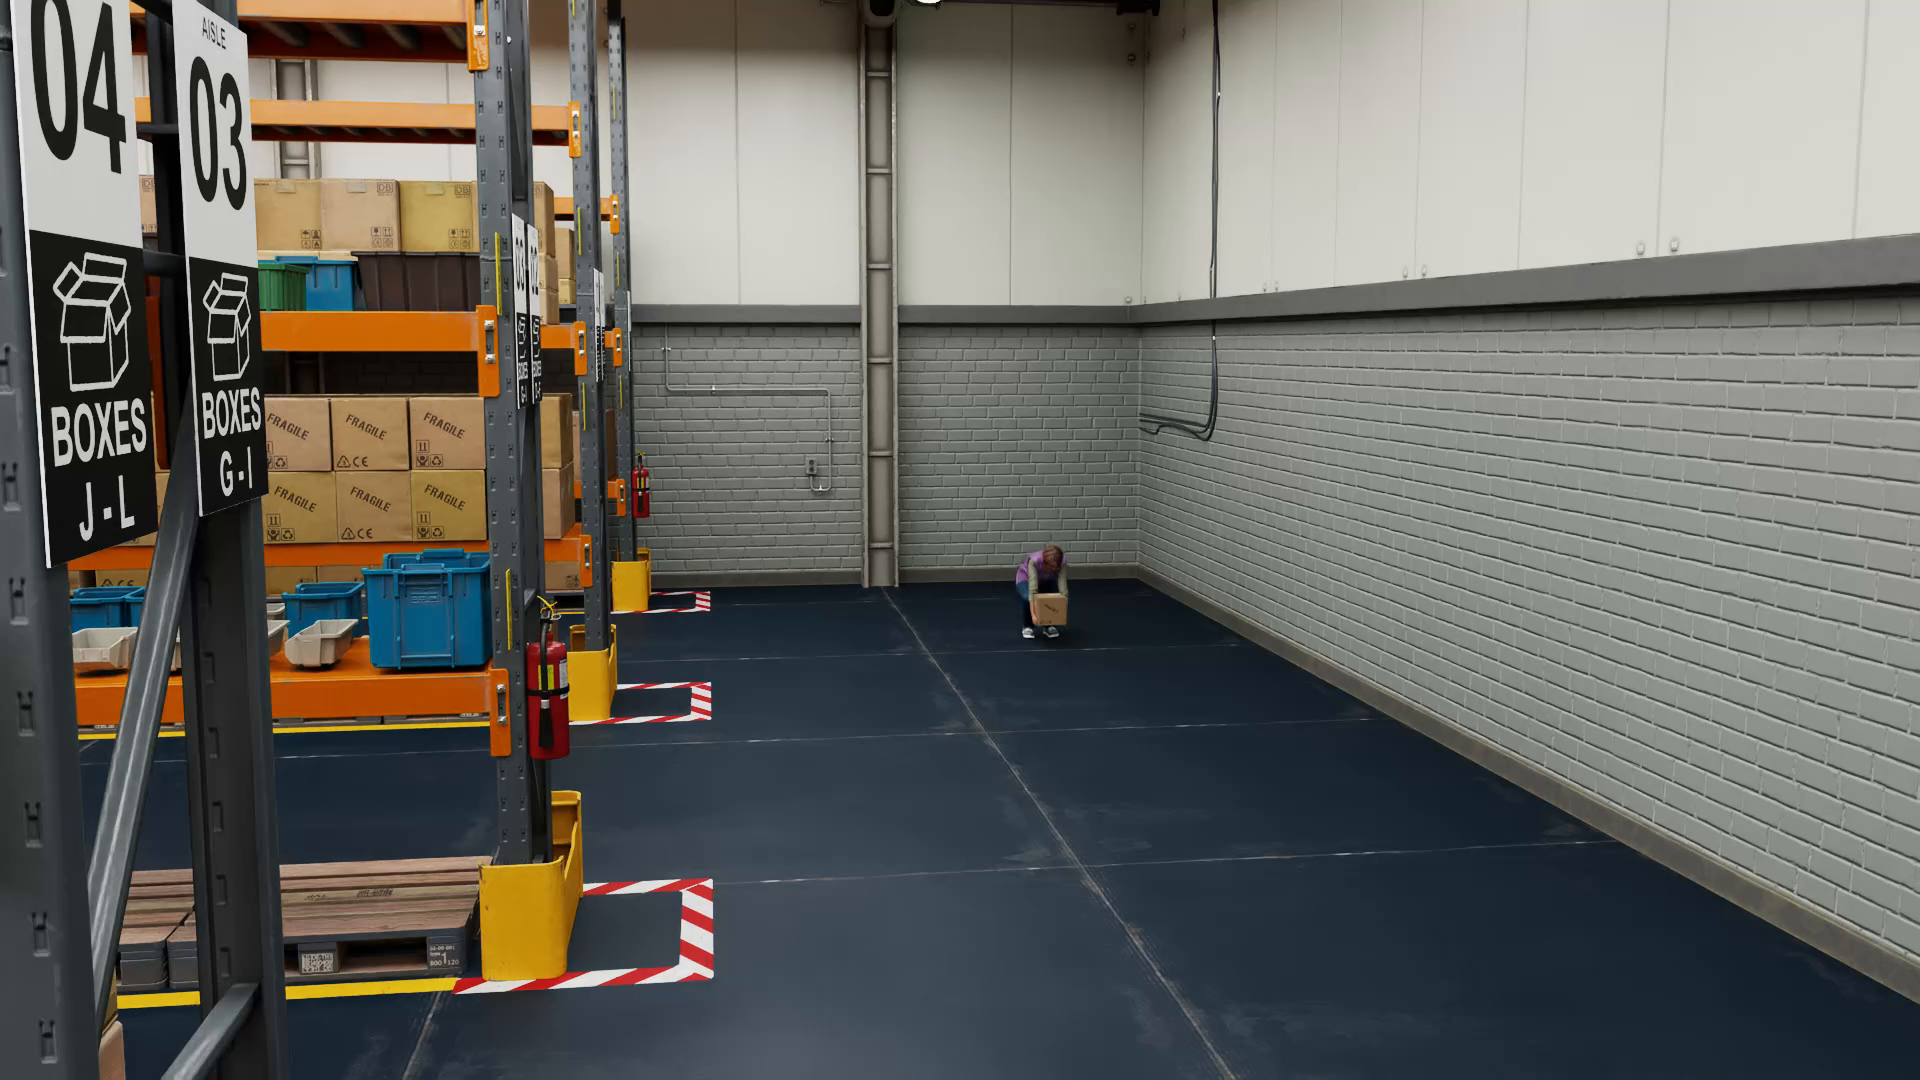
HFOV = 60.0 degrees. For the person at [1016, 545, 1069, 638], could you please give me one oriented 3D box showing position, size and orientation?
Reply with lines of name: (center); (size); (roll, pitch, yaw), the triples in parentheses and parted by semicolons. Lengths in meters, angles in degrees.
person: (0.752, 0.463, 15.139); (0.417, 0.890, 0.849); (-1, 7, -10)
